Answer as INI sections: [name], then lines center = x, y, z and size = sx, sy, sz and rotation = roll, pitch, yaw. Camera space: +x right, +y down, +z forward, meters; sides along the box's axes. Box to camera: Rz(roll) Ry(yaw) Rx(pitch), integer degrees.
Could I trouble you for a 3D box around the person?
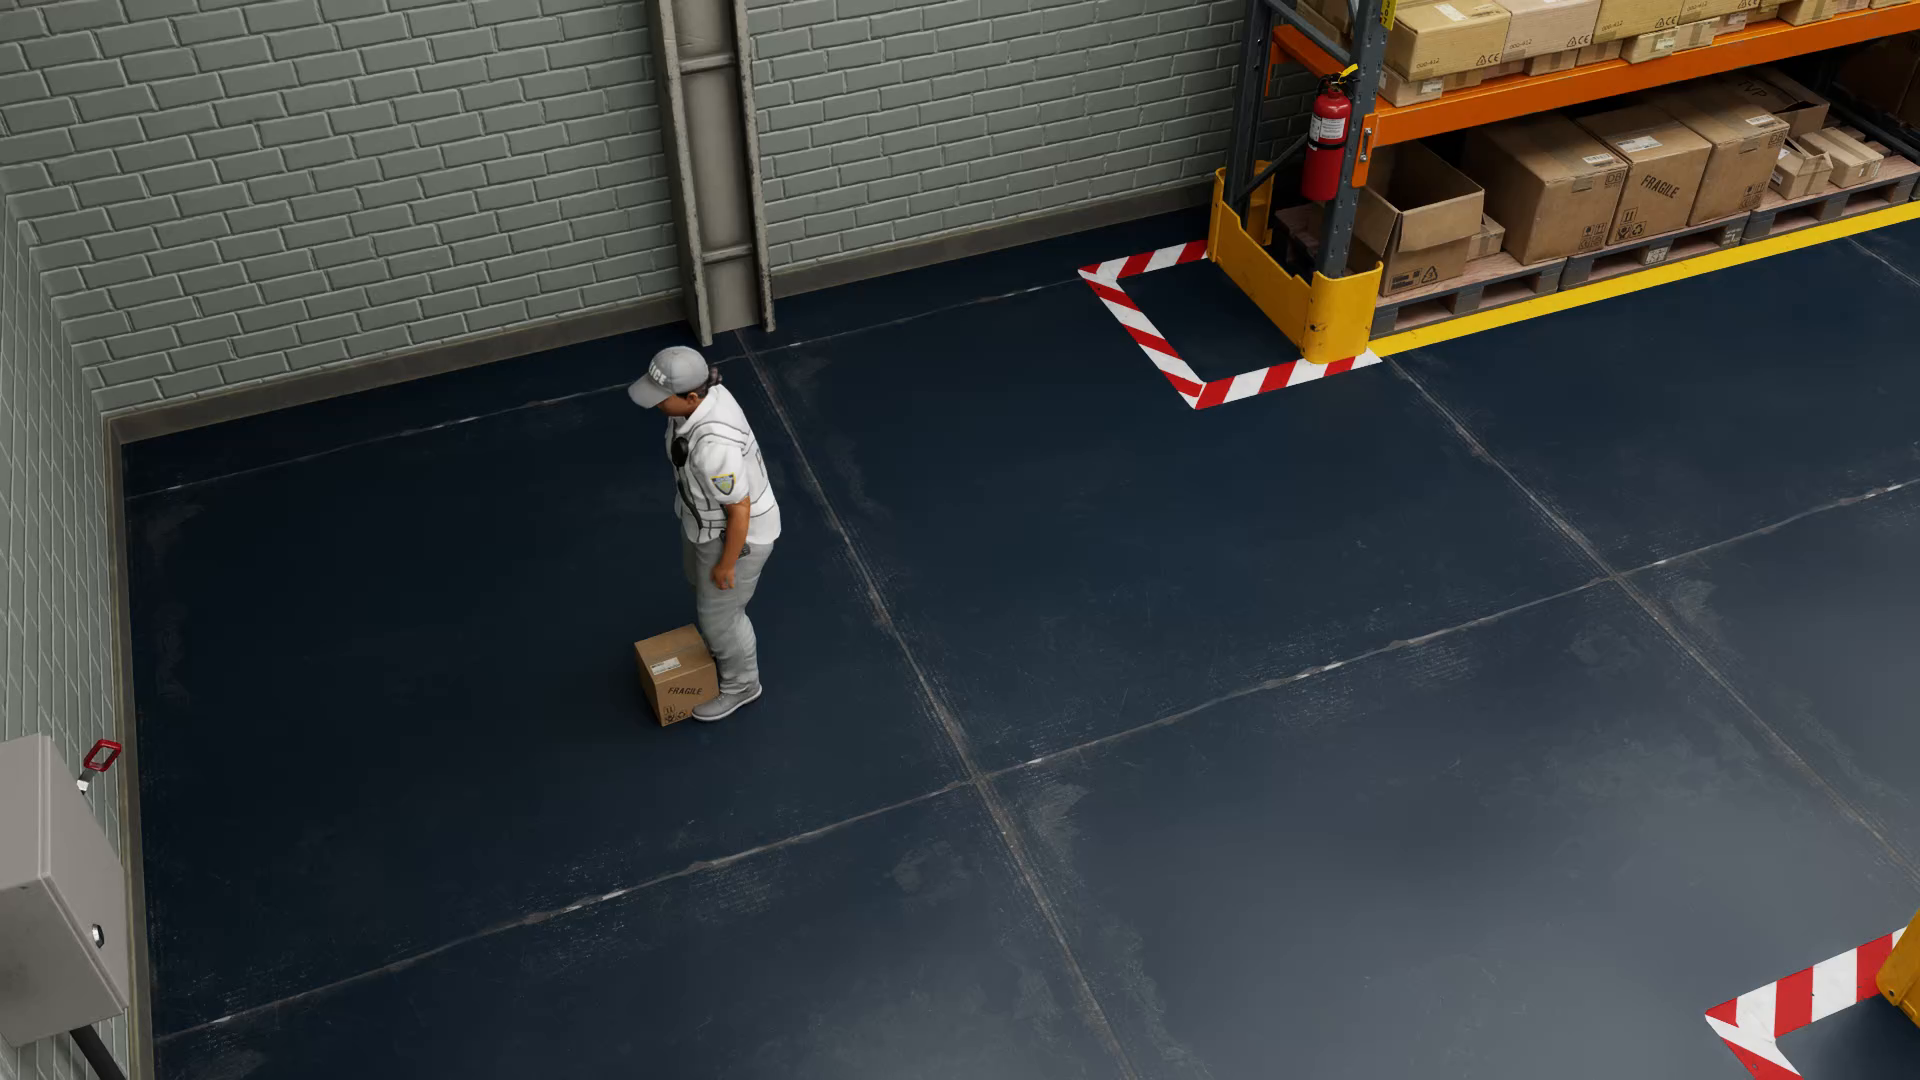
[person]
center = -0.922, -0.051, 6.211
size = 0.465, 1.666, 0.538
rotation = -15, 44, -16
